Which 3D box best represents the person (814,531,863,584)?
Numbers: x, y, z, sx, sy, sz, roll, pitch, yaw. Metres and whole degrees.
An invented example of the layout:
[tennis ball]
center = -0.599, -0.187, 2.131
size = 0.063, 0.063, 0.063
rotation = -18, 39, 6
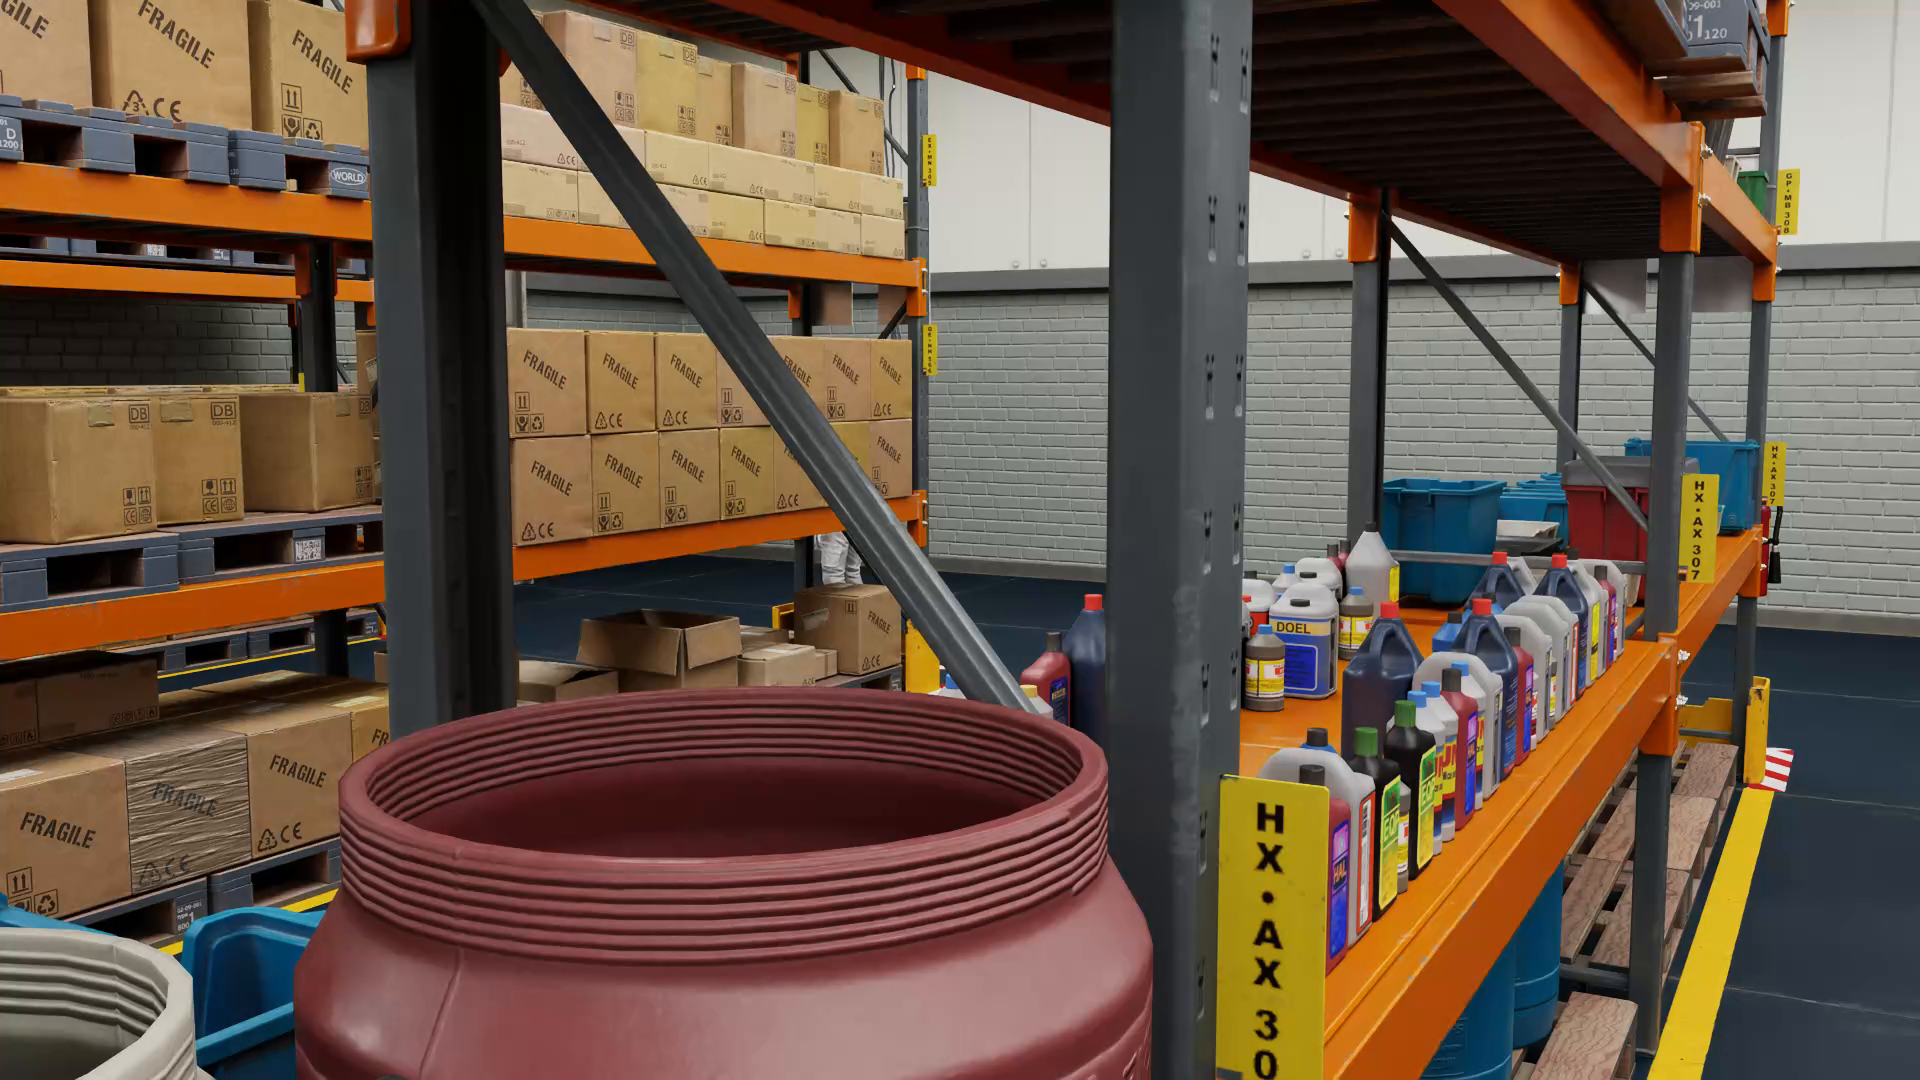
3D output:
[person]
center = -0.934, -0.105, 13.038
size = 0.448, 1.777, 0.609
rotation = 3, 7, 29
